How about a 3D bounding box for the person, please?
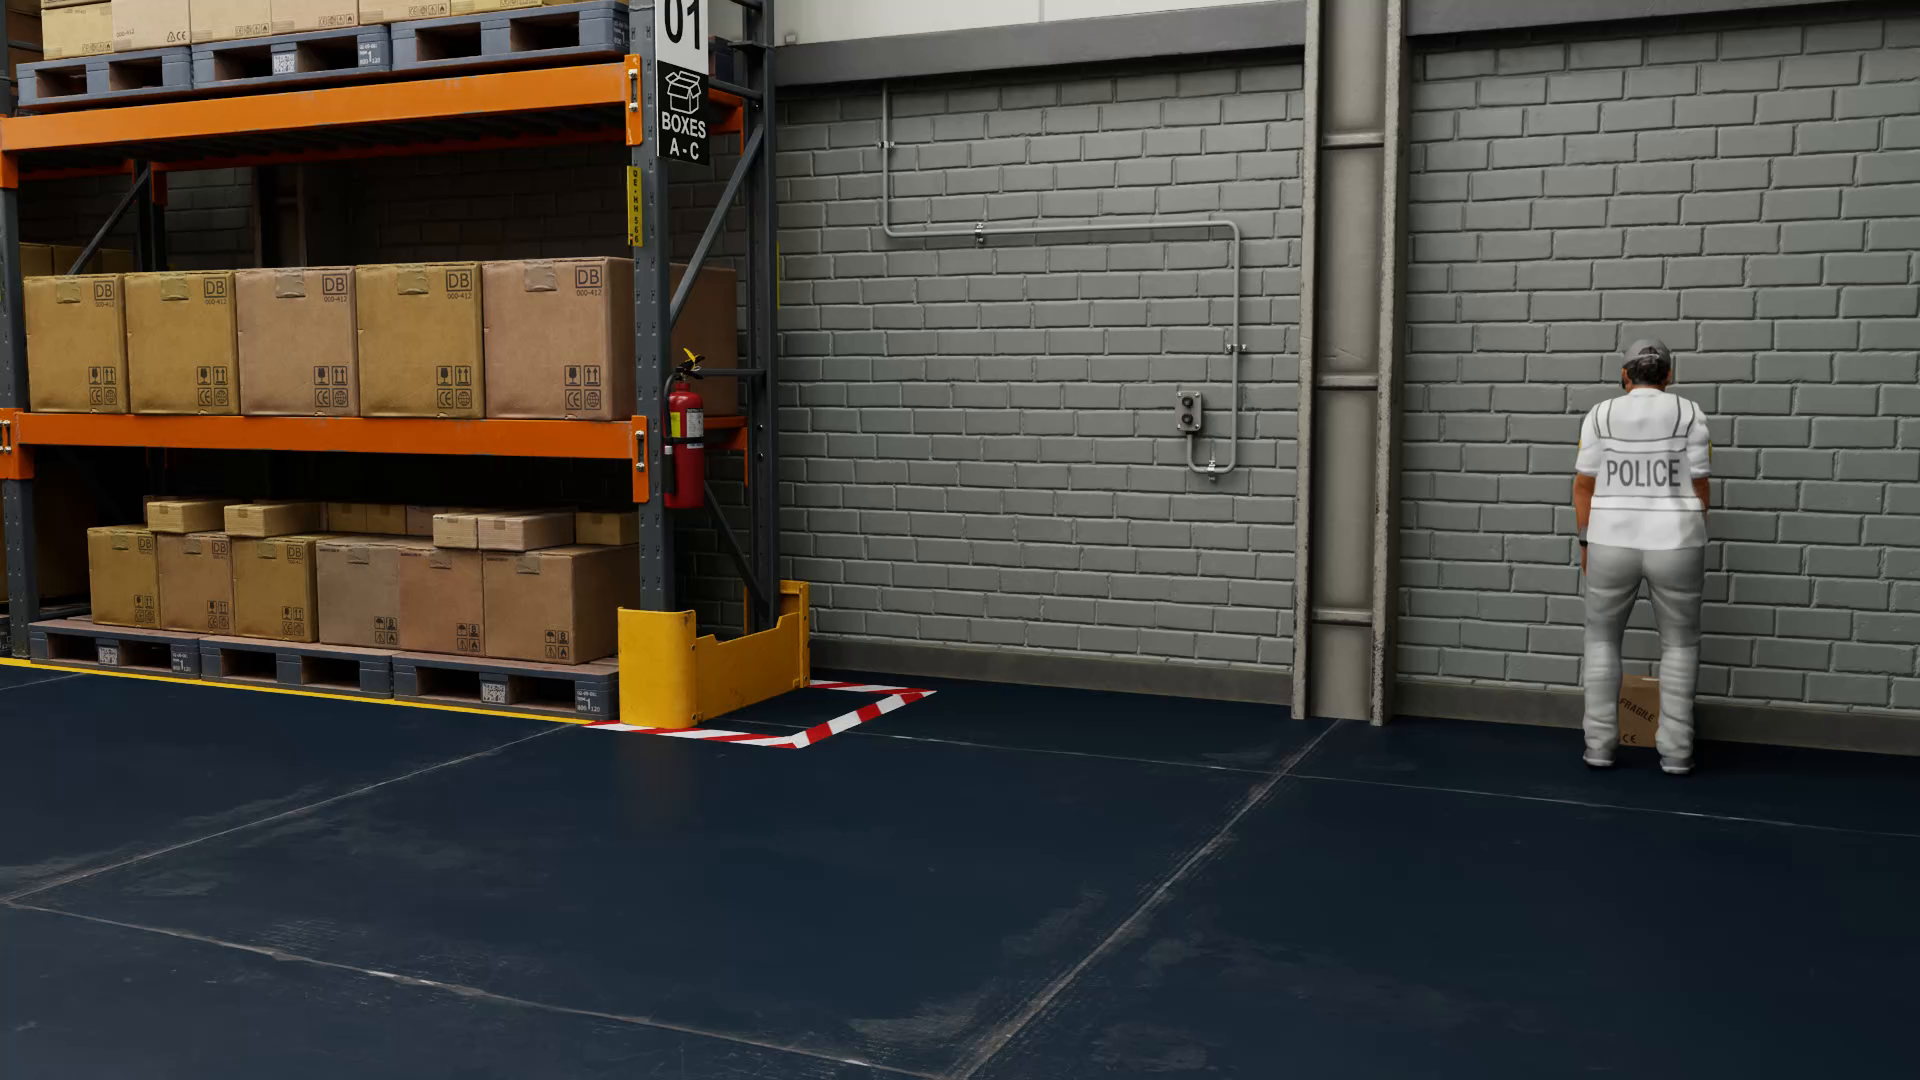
[{"bbox_3d":[2.585,0.061,6.334,0.483,1.645,0.428,3,6,25],"label":"person"}]
